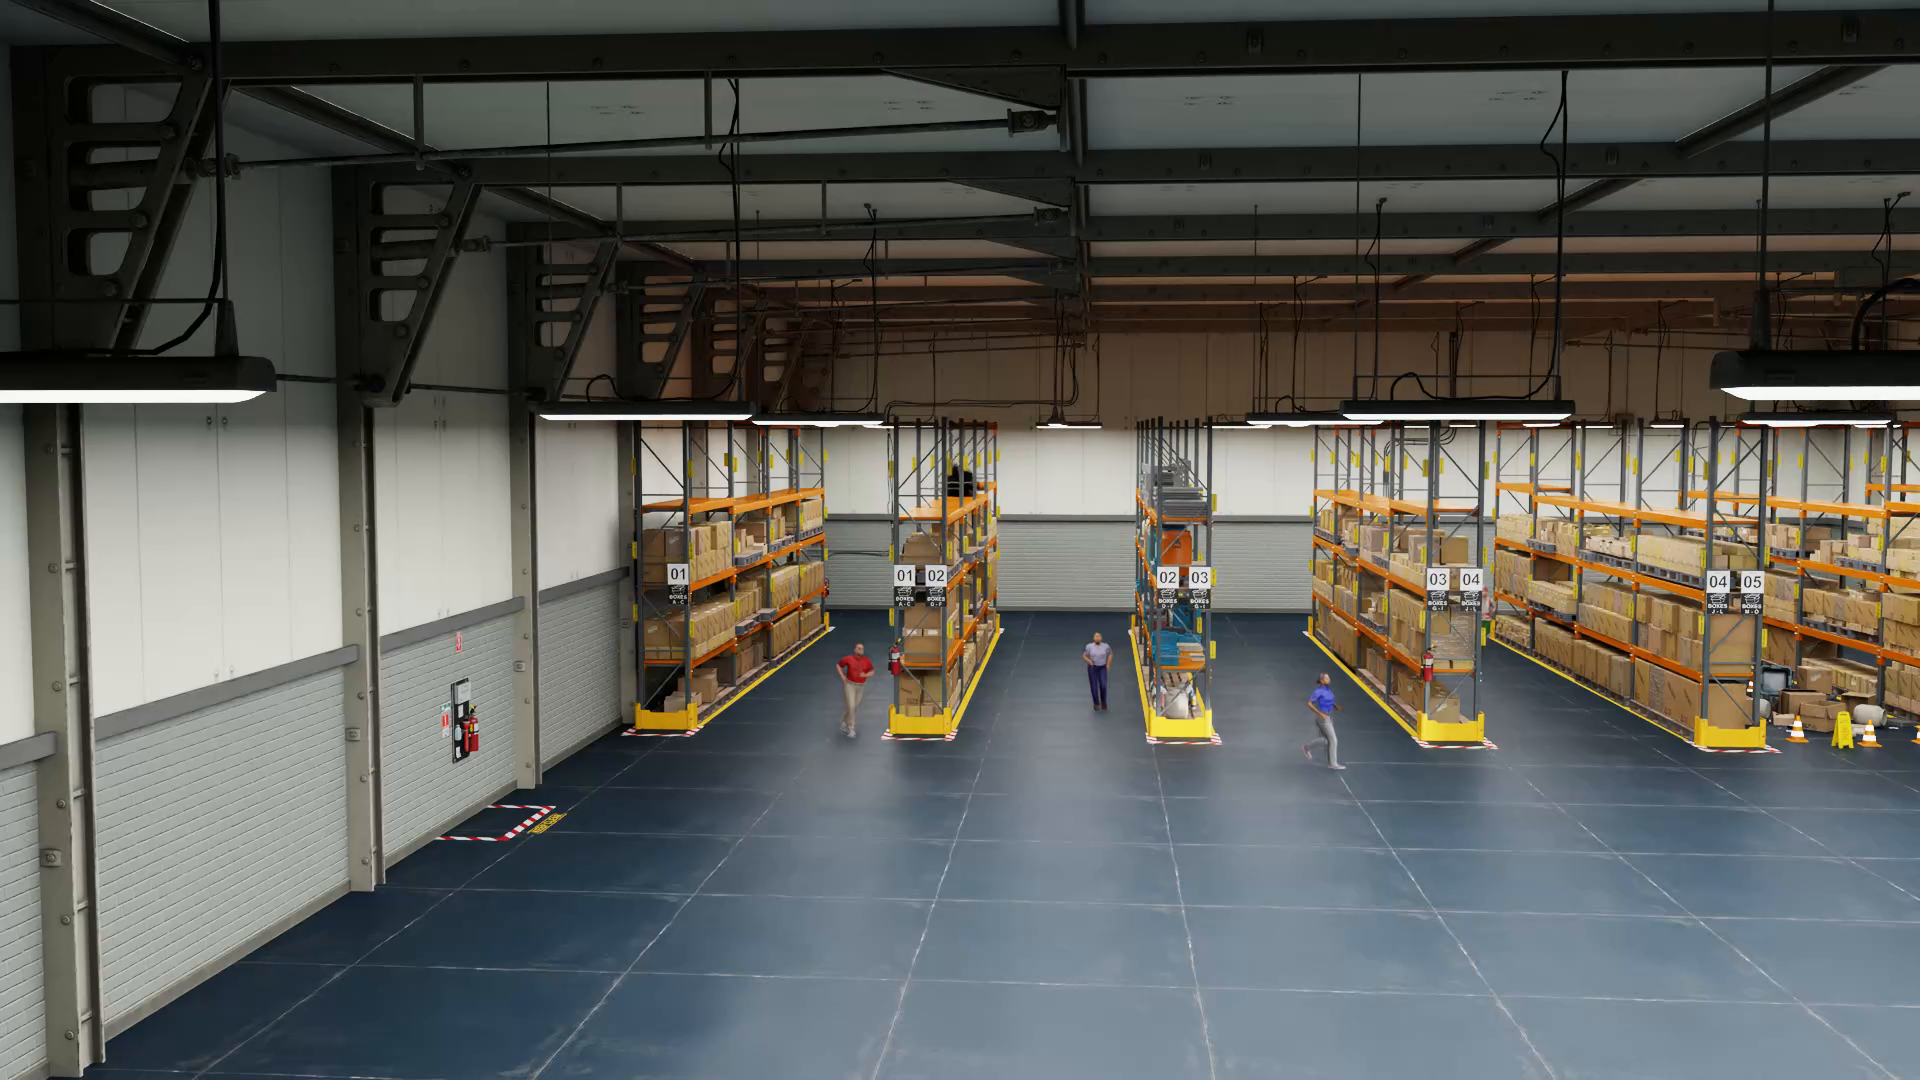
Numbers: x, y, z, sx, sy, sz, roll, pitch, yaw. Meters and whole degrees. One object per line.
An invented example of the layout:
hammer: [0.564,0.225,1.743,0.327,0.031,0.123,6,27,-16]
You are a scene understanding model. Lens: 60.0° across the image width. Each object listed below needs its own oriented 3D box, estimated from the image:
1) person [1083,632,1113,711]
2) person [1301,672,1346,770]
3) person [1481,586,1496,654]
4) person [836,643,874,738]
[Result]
person: [2.816,2.690,34.062,0.600,1.628,0.624,0,4,7]
person: [6.166,3.060,28.276,0.834,1.623,0.588,2,4,34]
person: [13.397,2.062,42.500,0.625,1.762,0.659,0,4,5]
person: [-1.971,2.828,31.531,0.670,1.757,0.888,-2,4,-28]
